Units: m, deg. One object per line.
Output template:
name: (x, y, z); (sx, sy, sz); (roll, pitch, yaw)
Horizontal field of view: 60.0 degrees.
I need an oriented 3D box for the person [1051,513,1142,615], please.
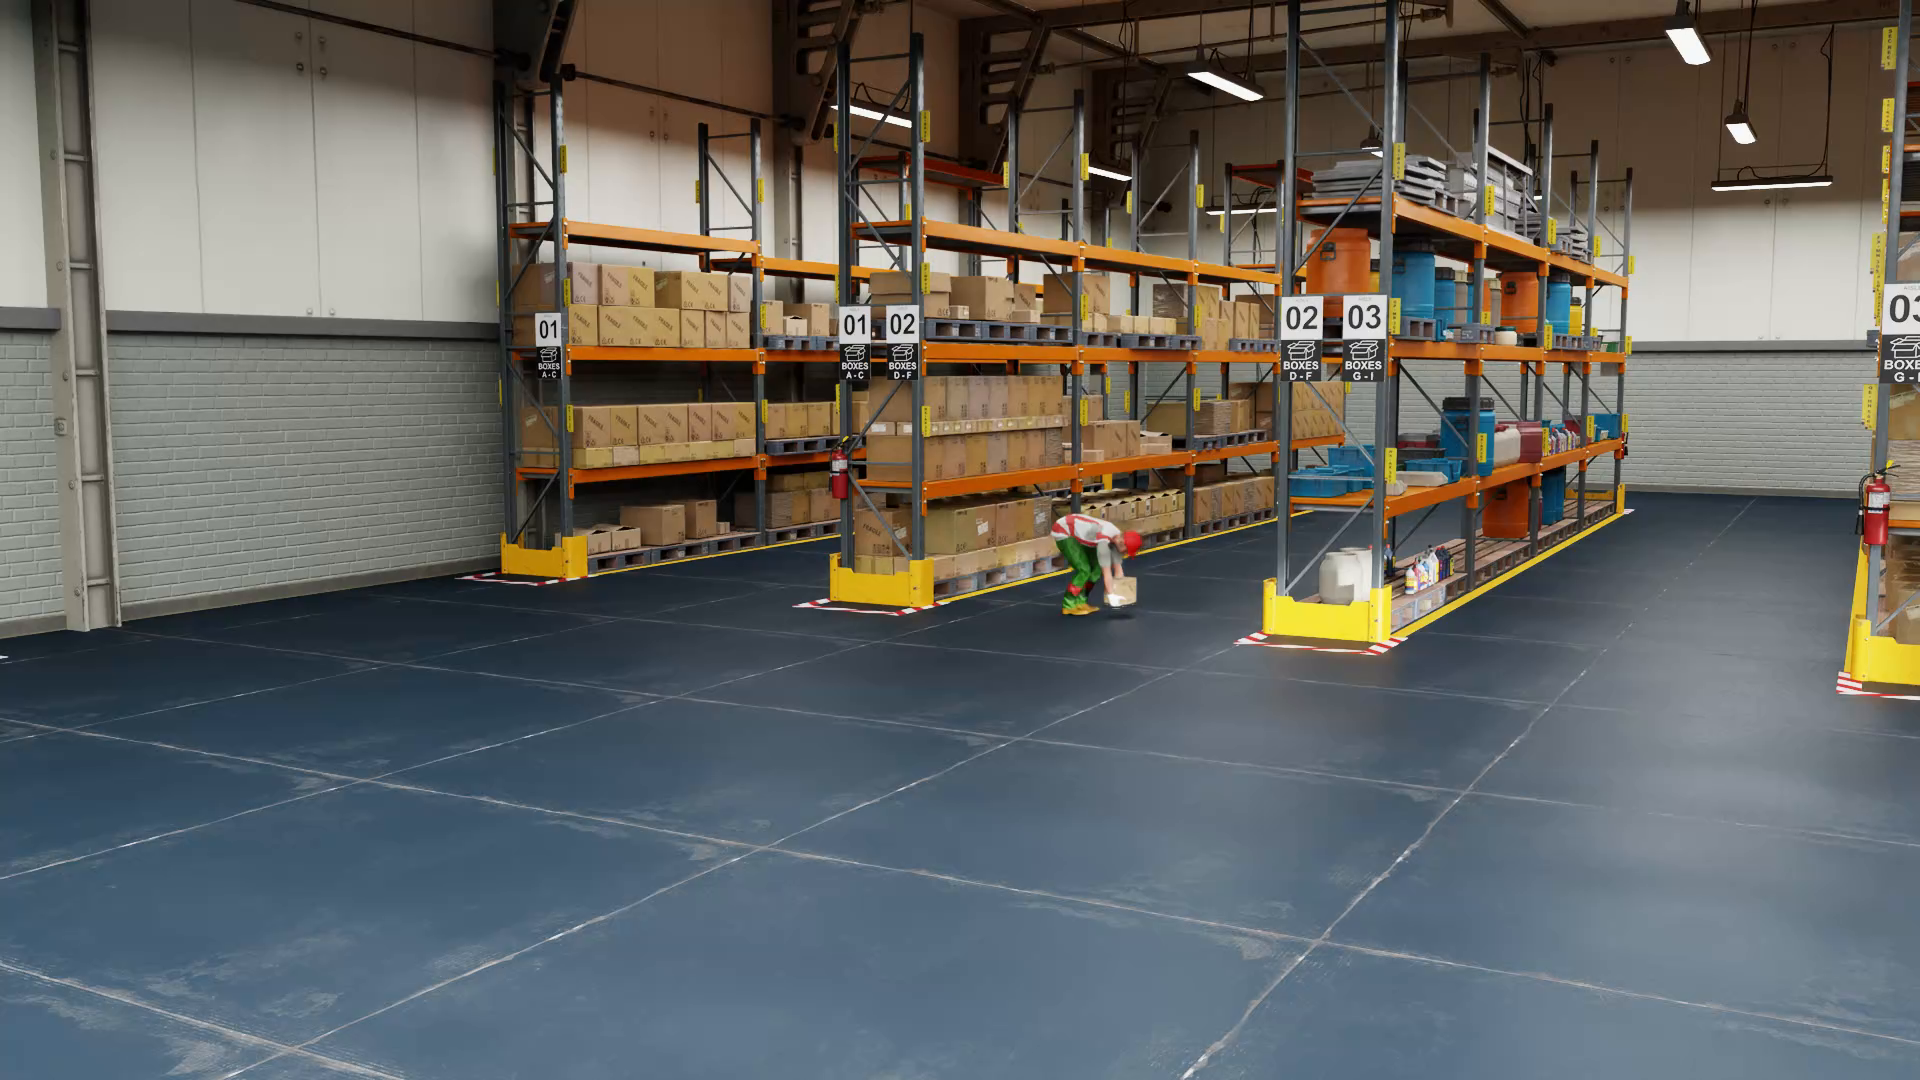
person: (1.415, 0.253, 17.150); (0.957, 1.036, 0.522); (3, 7, 26)
